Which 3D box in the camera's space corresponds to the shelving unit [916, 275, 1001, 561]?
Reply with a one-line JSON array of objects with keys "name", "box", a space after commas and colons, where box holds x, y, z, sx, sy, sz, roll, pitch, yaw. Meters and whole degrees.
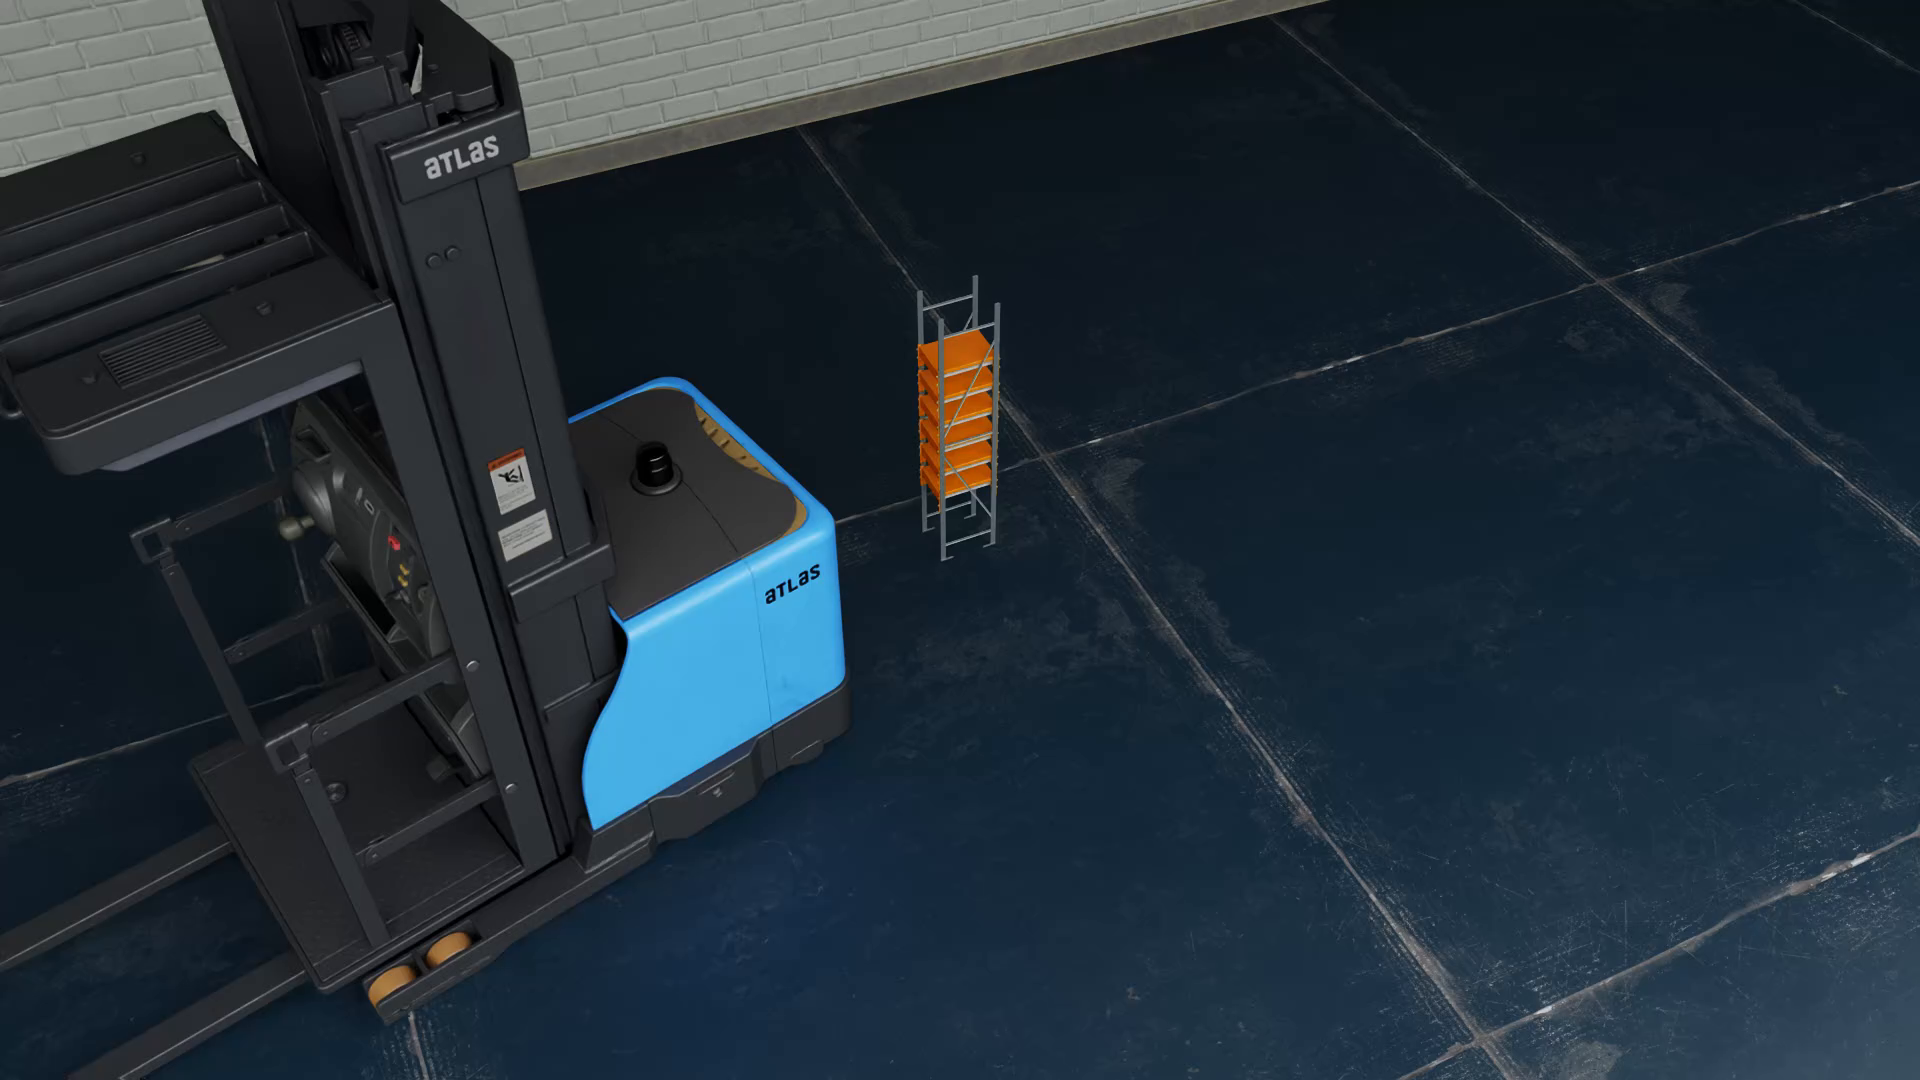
[{"name": "shelving unit", "box": [-0.006, -0.436, 6.338, 0.258, 1.200, 0.189, -18, 47, -17]}]

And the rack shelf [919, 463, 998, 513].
[{"name": "rack shelf", "box": [-0.006, -0.234, 6.538, 0.258, 0.103, 0.180, -18, 47, -17]}]

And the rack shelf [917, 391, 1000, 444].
[{"name": "rack shelf", "box": [-0.006, -0.490, 6.285, 0.258, 0.103, 0.180, -18, 47, -17]}]

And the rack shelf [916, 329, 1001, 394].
[{"name": "rack shelf", "box": [-0.006, -0.661, 6.116, 0.258, 0.103, 0.180, -18, 47, -17]}]

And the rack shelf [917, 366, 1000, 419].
[{"name": "rack shelf", "box": [-0.006, -0.576, 6.201, 0.258, 0.103, 0.180, -18, 47, -17]}]

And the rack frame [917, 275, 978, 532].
[{"name": "rack frame", "box": [-0.045, -0.495, 6.397, 0.240, 1.200, 0.006, -18, 47, -17]}]

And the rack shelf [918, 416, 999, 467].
[{"name": "rack shelf", "box": [-0.006, -0.405, 6.369, 0.258, 0.103, 0.180, -18, 47, -17]}]

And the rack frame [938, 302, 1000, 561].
[{"name": "rack frame", "box": [0.032, -0.378, 6.279, 0.240, 1.200, 0.006, -18, 47, -17]}]

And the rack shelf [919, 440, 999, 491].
[{"name": "rack shelf", "box": [-0.006, -0.319, 6.453, 0.258, 0.103, 0.180, -18, 47, -17]}]

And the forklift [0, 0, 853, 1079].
[{"name": "forklift", "box": [-1.853, 0.034, 4.629, 3.031, 2.935, 1.130, -29, 52, -26]}]
